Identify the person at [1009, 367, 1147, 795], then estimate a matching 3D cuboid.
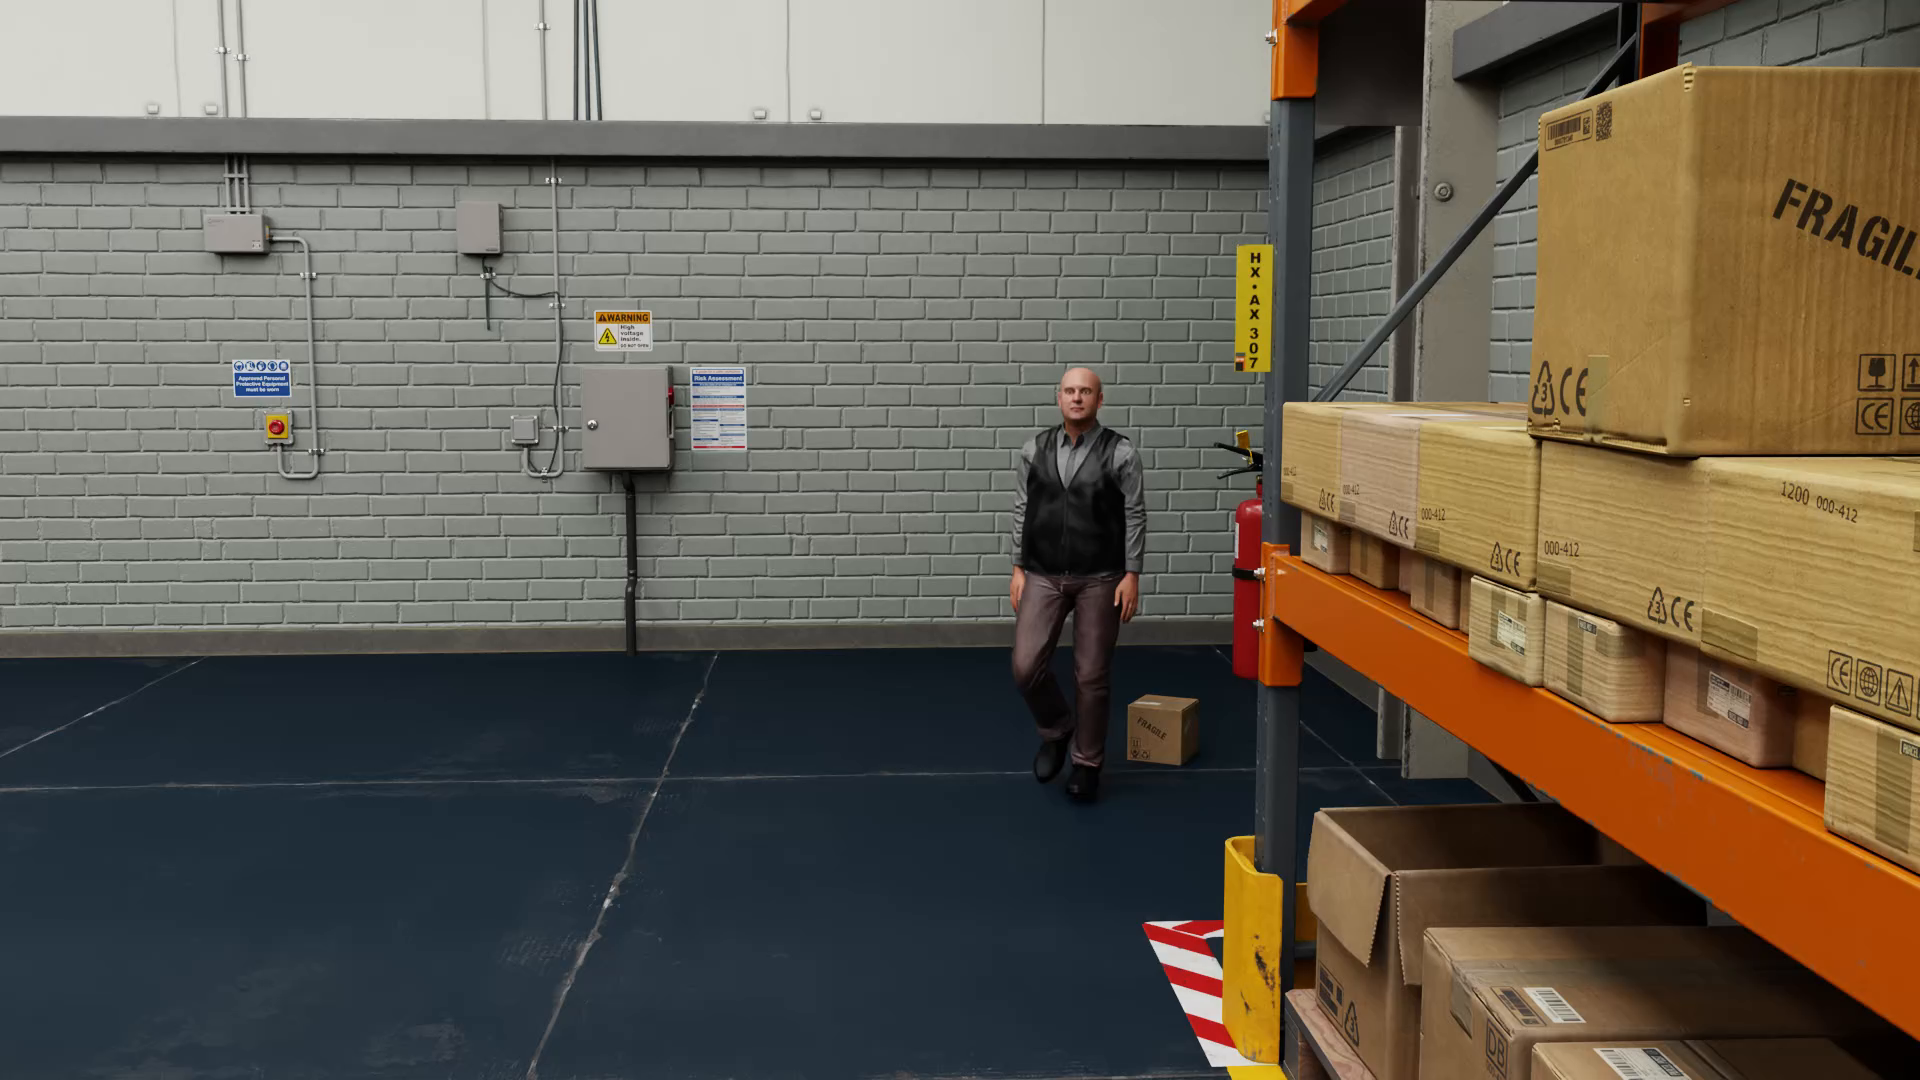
[{"bbox_3d":[0.454,0.168,6.678,0.570,1.713,0.466,2,7,16],"label":"person"}]
